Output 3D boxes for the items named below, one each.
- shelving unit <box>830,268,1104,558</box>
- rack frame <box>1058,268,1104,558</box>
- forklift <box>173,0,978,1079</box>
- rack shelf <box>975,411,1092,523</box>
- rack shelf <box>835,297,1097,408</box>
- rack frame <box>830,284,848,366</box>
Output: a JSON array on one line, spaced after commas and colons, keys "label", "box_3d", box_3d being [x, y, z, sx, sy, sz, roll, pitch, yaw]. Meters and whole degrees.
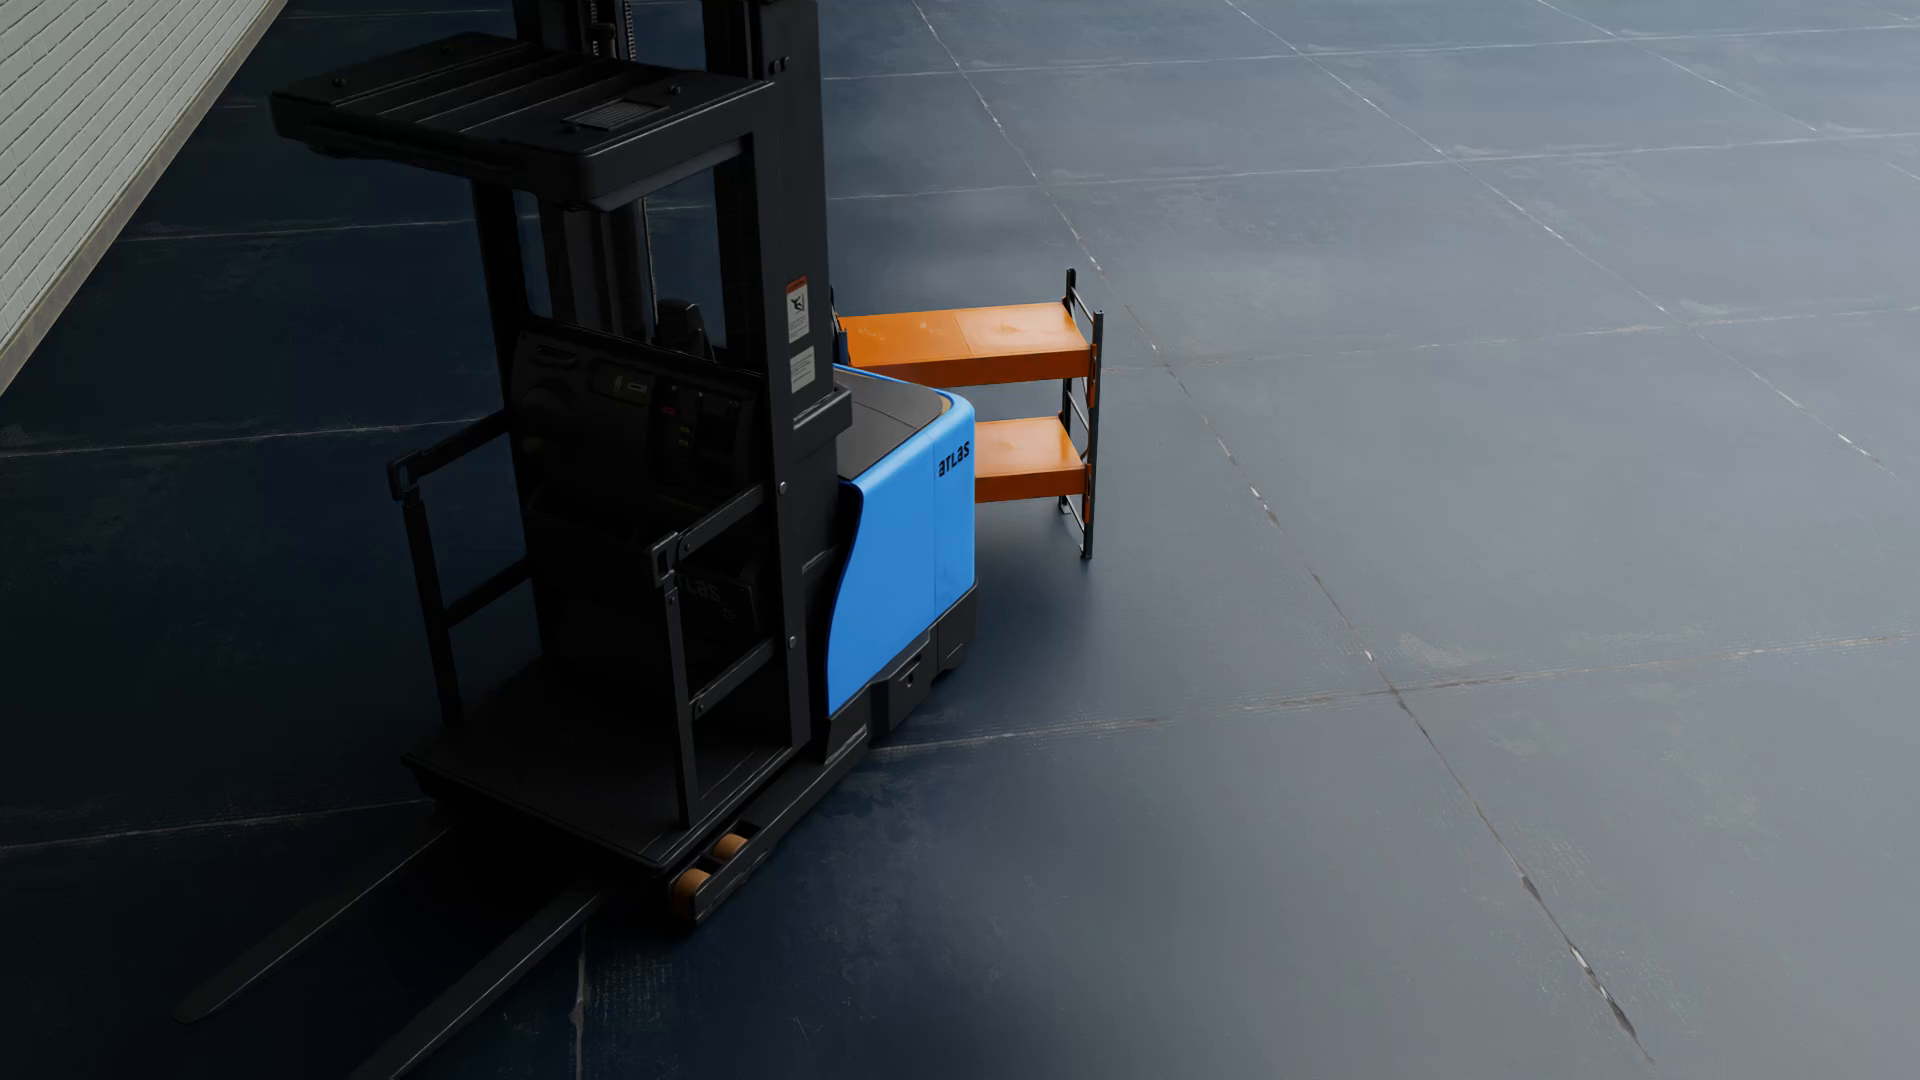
[{"label": "shelving unit", "box_3d": [0.007, -0.486, 6.966, 1.048, 1.125, 0.538, -5, 31, -9]}, {"label": "rack frame", "box_3d": [0.507, -0.532, 7.045, 0.032, 1.125, 0.500, -5, 31, -9]}, {"label": "forklift", "box_3d": [-1.113, -0.333, 4.924, 1.130, 2.935, 3.031, 17, 34, 26]}, {"label": "rack shelf", "box_3d": [0.007, -0.275, 7.090, 1.000, 0.278, 0.538, -5, 31, -9]}, {"label": "rack shelf", "box_3d": [0.007, -0.738, 6.818, 1.000, 0.278, 0.538, -5, 31, -9]}, {"label": "rack frame", "box_3d": [-0.493, -0.439, 6.887, 0.032, 1.125, 0.500, -5, 31, -9]}]
